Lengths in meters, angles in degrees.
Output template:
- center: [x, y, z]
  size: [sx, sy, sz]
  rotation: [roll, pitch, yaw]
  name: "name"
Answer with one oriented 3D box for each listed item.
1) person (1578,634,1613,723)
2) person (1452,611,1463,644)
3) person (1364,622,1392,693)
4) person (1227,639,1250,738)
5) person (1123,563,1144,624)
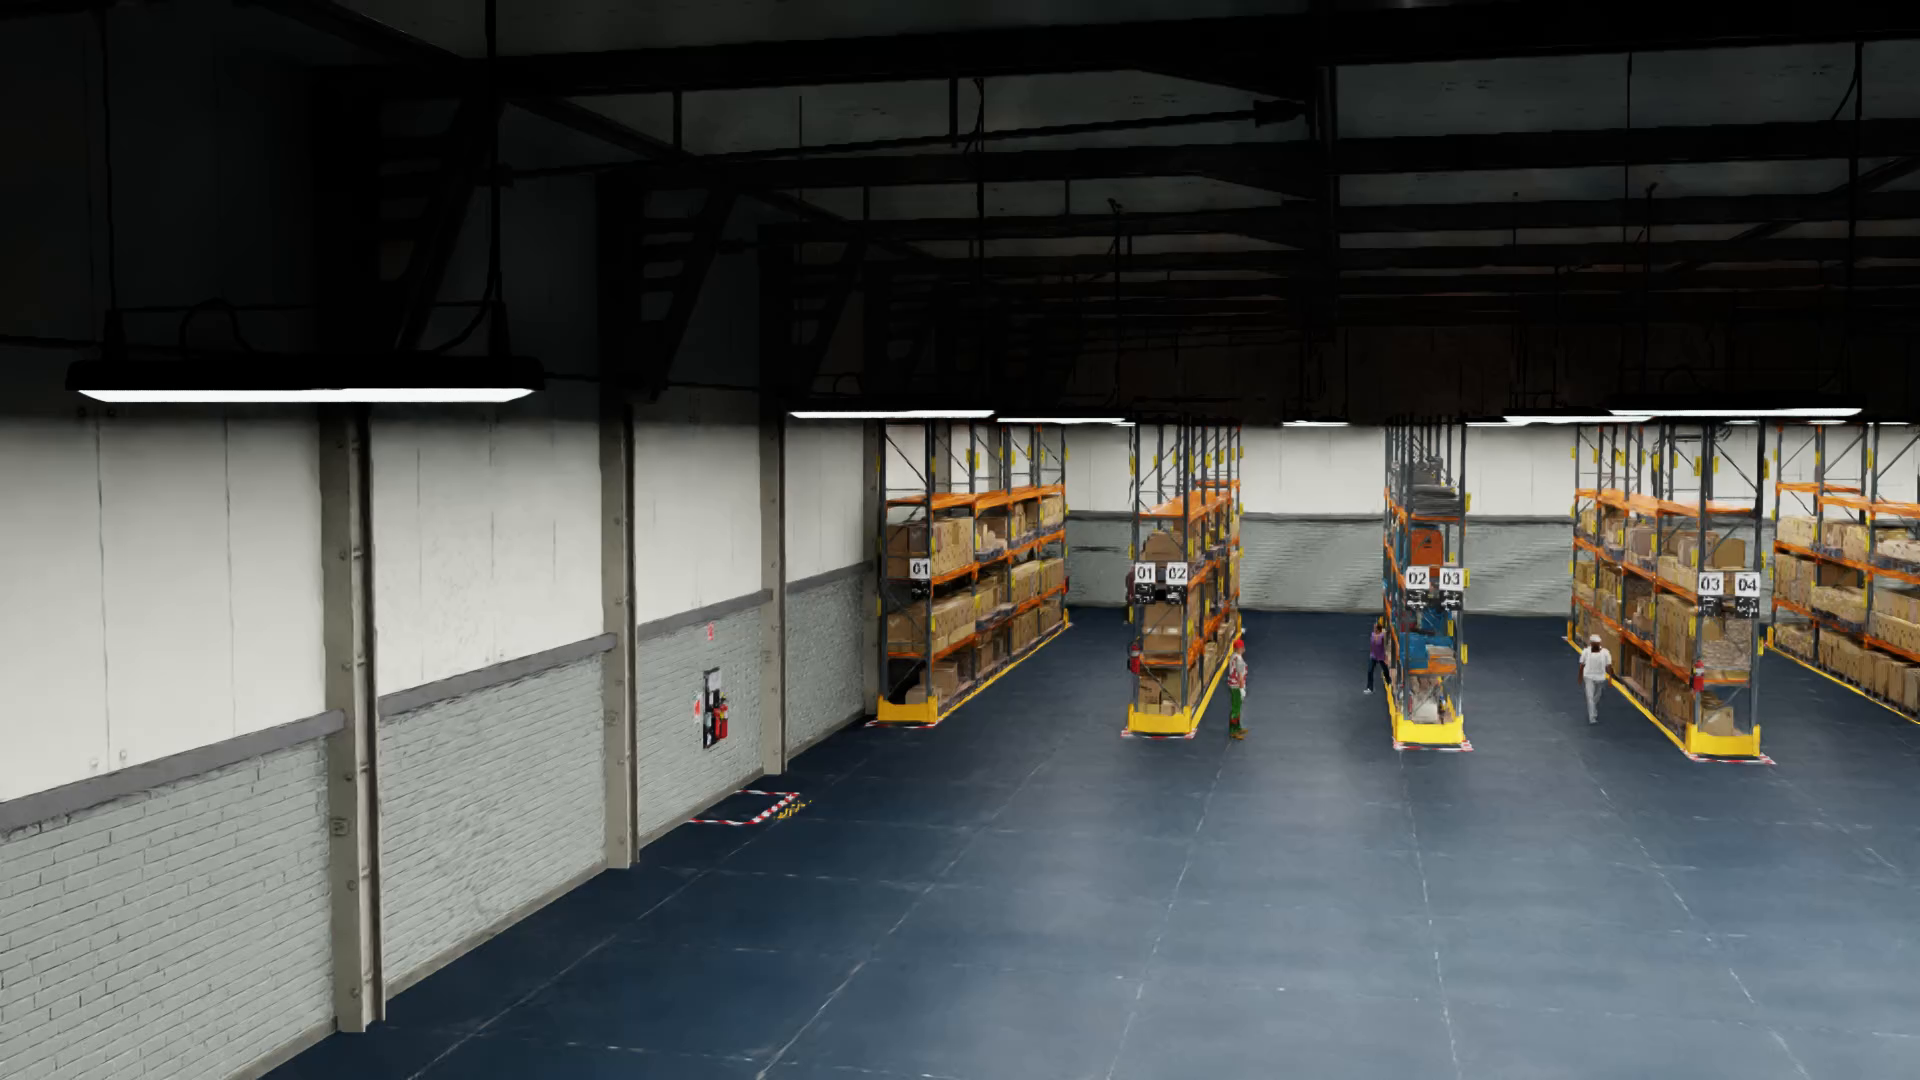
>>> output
- center: [12.384, 2.676, 32.380]
  size: [0.589, 1.716, 1.043]
  rotation: [1, 4, 12]
  name: "person"
- center: [12.810, 1.978, 43.146]
  size: [0.448, 1.623, 0.997]
  rotation: [0, 4, 4]
  name: "person"
- center: [9.046, 2.525, 35.830]
  size: [0.460, 1.534, 0.887]
  rotation: [3, 5, 35]
  name: "person"
- center: [5.179, 2.727, 30.765]
  size: [0.468, 1.794, 0.624]
  rotation: [0, 4, -4]
  name: "person"
- center: [5.033, 1.558, 48.316]
  size: [0.521, 1.779, 0.682]
  rotation: [3, 5, 40]
  name: "person"
